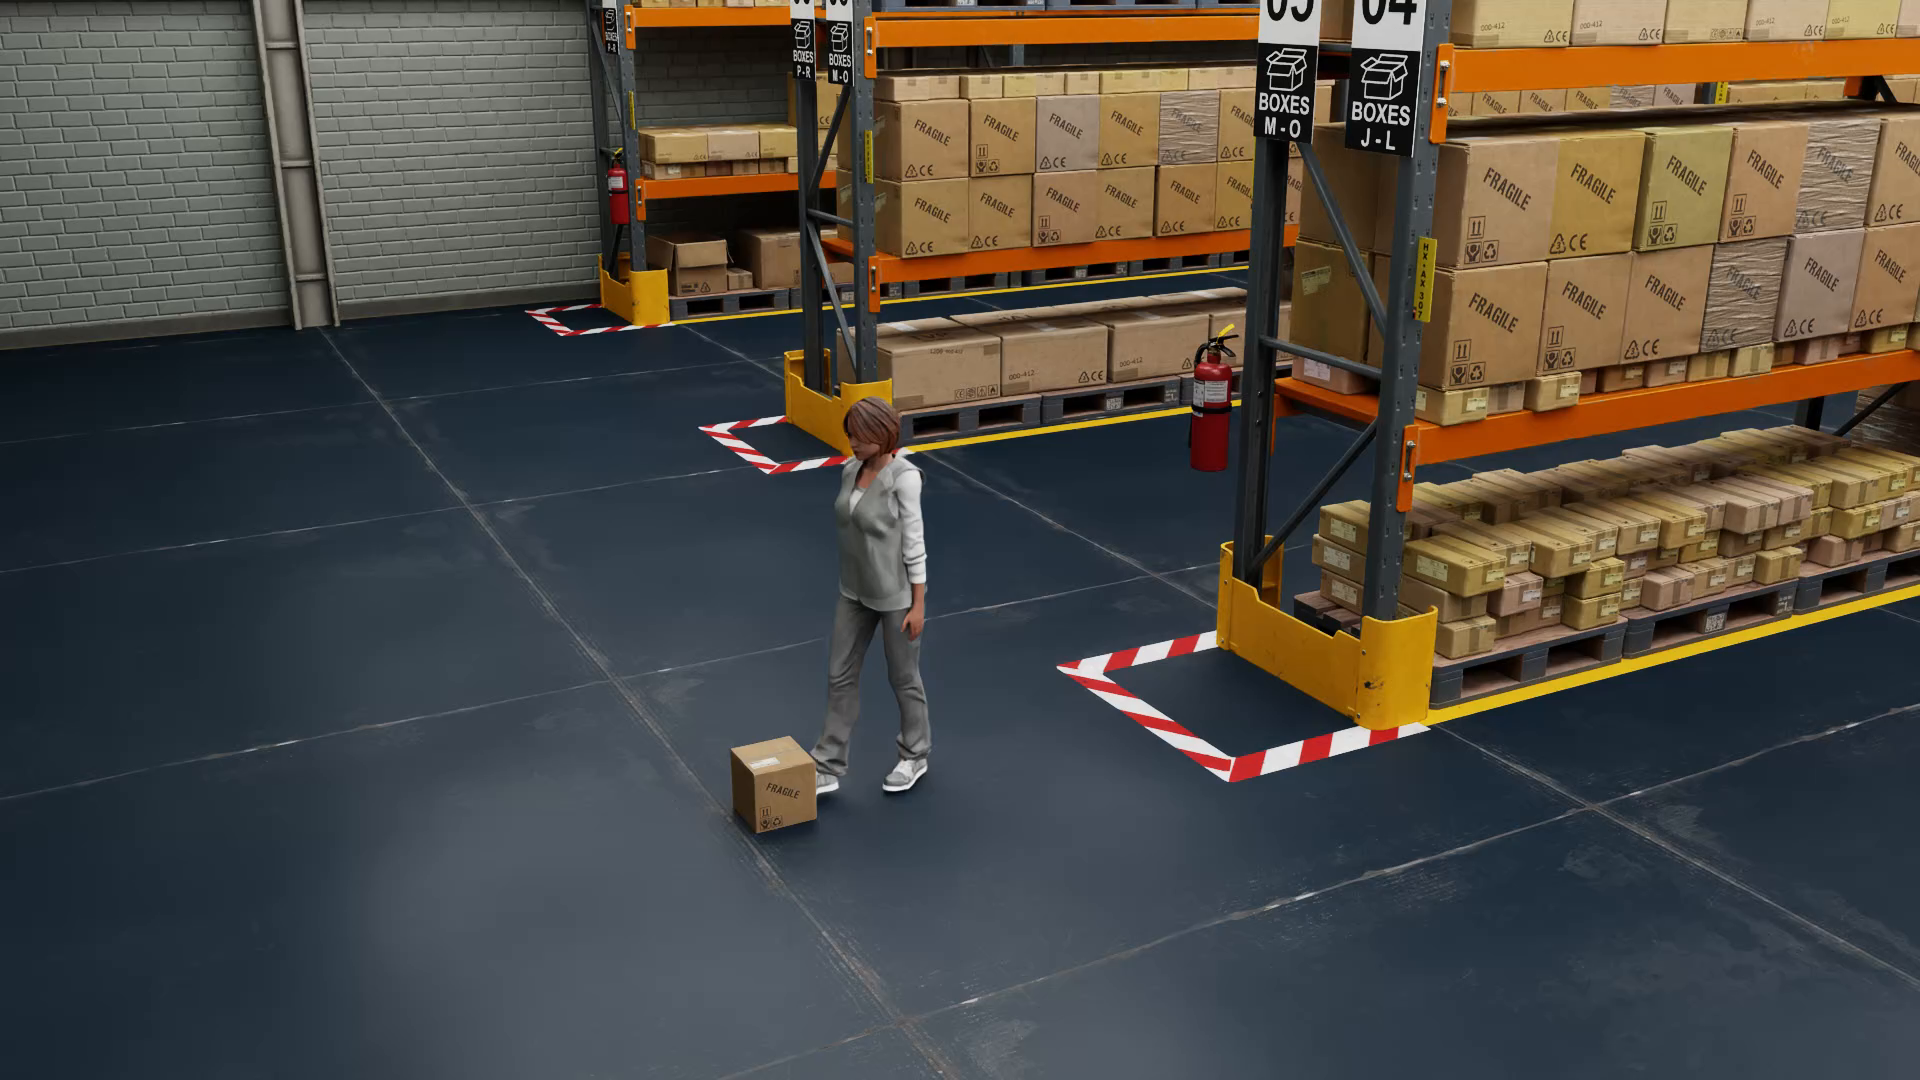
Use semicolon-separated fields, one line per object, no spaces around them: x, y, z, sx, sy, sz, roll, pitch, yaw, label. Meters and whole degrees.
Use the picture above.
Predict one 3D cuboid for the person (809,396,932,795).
-0.369;0.252;6.311;0.429;1.590;0.653;16;24;39;person
